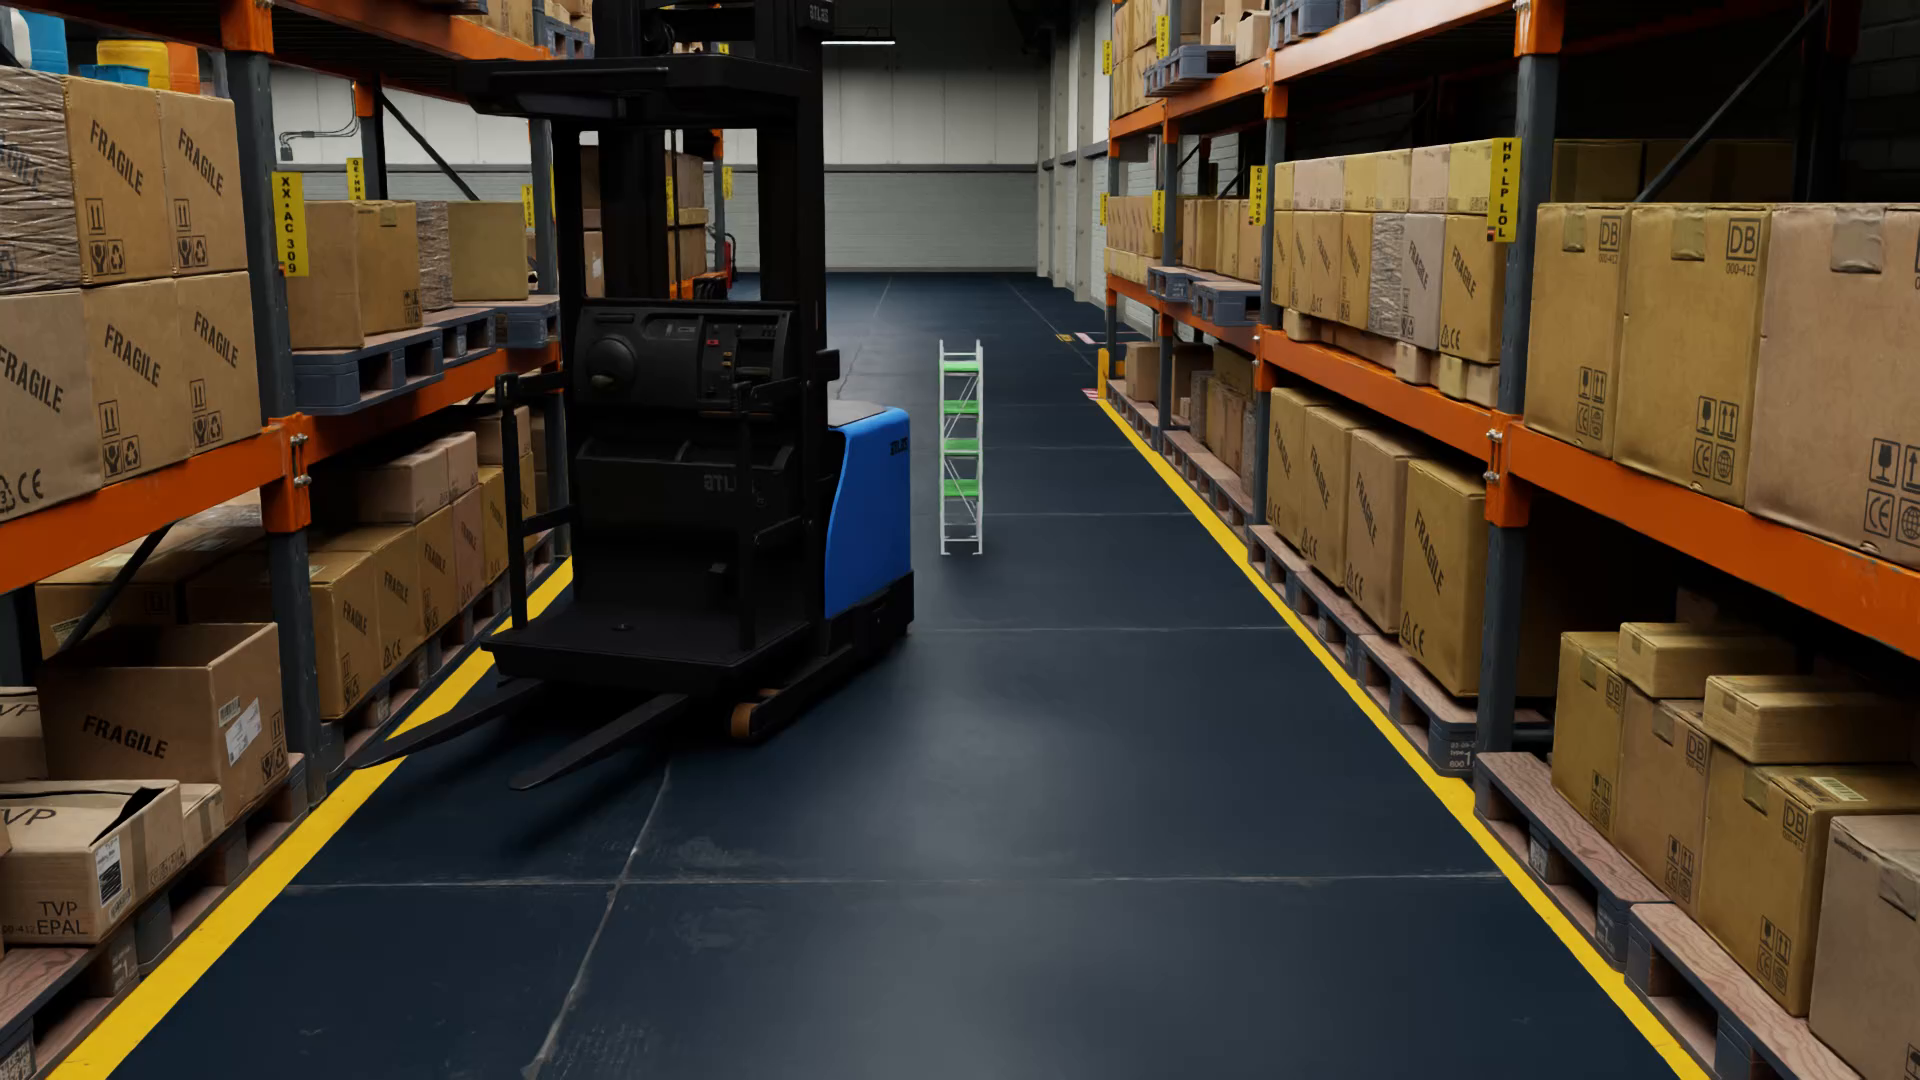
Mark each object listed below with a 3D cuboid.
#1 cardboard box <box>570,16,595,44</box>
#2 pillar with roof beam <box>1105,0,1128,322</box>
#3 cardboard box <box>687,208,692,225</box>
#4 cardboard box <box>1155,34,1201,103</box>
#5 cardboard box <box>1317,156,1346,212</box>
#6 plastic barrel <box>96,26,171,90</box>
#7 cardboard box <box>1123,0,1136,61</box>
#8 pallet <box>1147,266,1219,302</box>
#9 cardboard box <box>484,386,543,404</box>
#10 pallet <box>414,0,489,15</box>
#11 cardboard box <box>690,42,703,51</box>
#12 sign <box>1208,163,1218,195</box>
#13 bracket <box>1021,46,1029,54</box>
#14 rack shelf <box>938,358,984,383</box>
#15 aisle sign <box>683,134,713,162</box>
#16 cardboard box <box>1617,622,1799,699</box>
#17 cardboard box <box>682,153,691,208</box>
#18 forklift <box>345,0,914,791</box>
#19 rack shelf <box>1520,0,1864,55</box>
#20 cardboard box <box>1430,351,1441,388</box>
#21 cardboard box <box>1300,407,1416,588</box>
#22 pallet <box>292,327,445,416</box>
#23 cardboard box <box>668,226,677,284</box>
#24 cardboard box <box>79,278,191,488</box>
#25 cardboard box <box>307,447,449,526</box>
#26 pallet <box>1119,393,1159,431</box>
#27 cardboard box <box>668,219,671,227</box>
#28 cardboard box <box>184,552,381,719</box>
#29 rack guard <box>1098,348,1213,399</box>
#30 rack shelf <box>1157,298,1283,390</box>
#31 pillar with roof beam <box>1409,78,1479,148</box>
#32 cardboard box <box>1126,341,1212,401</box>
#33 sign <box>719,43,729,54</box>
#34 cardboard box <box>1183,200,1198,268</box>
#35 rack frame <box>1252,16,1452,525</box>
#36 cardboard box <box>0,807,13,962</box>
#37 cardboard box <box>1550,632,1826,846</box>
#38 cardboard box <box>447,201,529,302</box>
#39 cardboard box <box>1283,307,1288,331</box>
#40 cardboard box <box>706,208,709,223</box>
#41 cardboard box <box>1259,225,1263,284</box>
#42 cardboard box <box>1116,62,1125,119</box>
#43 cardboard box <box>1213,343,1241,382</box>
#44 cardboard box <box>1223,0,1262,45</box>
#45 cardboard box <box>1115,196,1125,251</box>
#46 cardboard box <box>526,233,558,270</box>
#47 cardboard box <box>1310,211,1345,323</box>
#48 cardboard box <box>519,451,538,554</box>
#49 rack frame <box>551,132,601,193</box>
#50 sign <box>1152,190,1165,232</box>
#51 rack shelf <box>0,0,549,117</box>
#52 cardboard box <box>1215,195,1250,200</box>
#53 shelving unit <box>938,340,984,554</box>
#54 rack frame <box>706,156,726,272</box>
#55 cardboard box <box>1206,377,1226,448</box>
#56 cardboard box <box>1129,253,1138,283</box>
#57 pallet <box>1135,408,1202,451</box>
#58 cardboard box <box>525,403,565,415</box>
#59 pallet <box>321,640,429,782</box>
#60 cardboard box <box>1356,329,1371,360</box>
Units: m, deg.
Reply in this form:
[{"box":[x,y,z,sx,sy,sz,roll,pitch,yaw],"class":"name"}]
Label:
[{"box":[-2.817,-3.534,11.710,0.500,0.250,0.500,-1,12,-7],"class":"cardboard box"},{"box":[-1.637,-8.152,27.606,9.100,9.000,0.400,0,11,-1],"class":"pillar with roof beam"},{"box":[-2.690,-2.993,15.383,0.380,0.149,0.250,0,11,0],"class":"cardboard box"},{"box":[1.861,-3.813,13.463,0.500,0.500,0.500,0,11,0],"class":"cardboard box"},{"box":[1.979,-1.664,7.779,0.500,0.250,0.500,0,11,-1],"class":"cardboard box"},{"box":[-7.718,-4.481,15.526,0.600,0.588,0.600,0,11,0],"class":"plastic barrel"},{"box":[1.783,-4.719,15.414,0.500,0.500,0.500,0,11,0],"class":"cardboard box"},{"box":[1.989,-1.938,12.548,1.003,0.211,1.213,0,11,-1],"class":"pallet"},{"box":[-3.041,-0.907,11.437,0.500,0.311,0.500,0,11,0],"class":"cardboard box"},{"box":[-2.636,-2.287,6.715,1.213,0.211,1.003,0,11,-1],"class":"pallet"},{"box":[-2.909,-4.639,16.169,0.797,0.503,0.637,1,11,3],"class":"cardboard box"},{"box":[2.591,-3.700,17.045,0.100,0.325,0.005,0,11,-1],"class":"sign"},{"box":[1.883,-14.064,47.694,0.235,0.232,0.430,0,11,-1],"class":"bracket"},{"box":[0.003,-0.963,9.695,0.258,0.148,0.480,0,11,-1],"class":"rack shelf"},{"box":[-2.624,-4.247,16.908,0.394,0.787,0.004,0,11,-1],"class":"aisle sign"},{"box":[2.022,0.325,4.511,0.380,0.149,0.250,0,11,1],"class":"cardboard box"},{"box":[-2.891,-3.335,15.439,0.700,0.500,0.500,0,11,-1],"class":"cardboard box"},{"box":[-1.175,-0.753,6.401,1.130,2.935,3.031,4,12,18],"class":"forklift"},{"box":[2.325,-1.314,3.256,1.077,0.370,4.000,0,11,-1],"class":"rack shelf"},{"box":[2.005,-0.648,6.292,0.380,0.149,0.250,0,11,1],"class":"cardboard box"},{"box":[2.097,-0.220,7.952,0.750,0.750,0.750,0,11,-1],"class":"cardboard box"},{"box":[-2.576,-0.638,6.143,1.003,0.211,1.213,0,11,-1],"class":"pallet"},{"box":[-2.873,-2.505,14.610,0.700,0.500,0.500,0,11,0],"class":"cardboard box"},{"box":[-2.390,-0.421,4.339,0.500,0.500,0.500,0,11,0],"class":"cardboard box"},{"box":[-2.456,-0.227,6.927,0.500,0.250,0.500,0,11,-1],"class":"cardboard box"},{"box":[2.041,-1.194,15.414,1.003,0.211,1.213,0,11,-1],"class":"pallet"},{"box":[-2.665,-2.738,14.125,0.380,0.149,0.250,0,11,-2],"class":"cardboard box"},{"box":[-2.435,0.339,6.022,0.500,0.500,0.500,-1,11,-4],"class":"cardboard box"},{"box":[2.038,-1.739,17.374,1.175,0.500,0.348,0,11,-1],"class":"rack guard"},{"box":[2.160,-1.434,11.393,1.077,0.370,4.000,0,11,-1],"class":"rack shelf"},{"box":[-1.265,-4.573,9.969,9.100,9.000,0.400,0,11,-1],"class":"pillar with roof beam"},{"box":[1.937,-1.573,15.447,0.700,0.500,0.500,-1,12,-5],"class":"cardboard box"},{"box":[-2.374,-4.823,16.715,0.100,0.325,0.005,0,11,-1],"class":"sign"},{"box":[2.095,-2.347,12.728,0.700,0.500,0.500,0,11,-1],"class":"cardboard box"},{"box":[2.201,-1.389,9.362,1.000,3.000,0.127,0,11,-1],"class":"rack frame"},{"box":[-2.625,0.808,3.702,0.797,0.503,0.637,0,11,-1],"class":"cardboard box"},{"box":[2.197,0.574,4.914,0.700,0.500,0.500,0,11,0],"class":"cardboard box"},{"box":[-2.625,-1.498,8.591,0.700,0.500,0.500,-4,12,-20],"class":"cardboard box"},{"box":[1.977,-1.209,9.057,0.380,0.149,0.250,0,11,-2],"class":"cardboard box"},{"box":[-2.718,-3.250,16.651,0.380,0.149,0.250,0,11,-2],"class":"cardboard box"},{"box":[2.182,-1.747,9.768,0.700,0.500,0.500,-2,12,-8],"class":"cardboard box"},{"box":[1.768,-4.334,16.030,0.500,0.500,0.500,1,11,3],"class":"cardboard box"},{"box":[2.163,-1.308,12.259,0.500,0.250,0.500,0,11,-2],"class":"cardboard box"},{"box":[2.076,-3.555,11.185,0.500,0.500,0.500,-1,11,-3],"class":"cardboard box"},{"box":[1.750,-2.986,15.674,0.500,0.500,0.500,-1,11,-3],"class":"cardboard box"},{"box":[-2.802,-1.750,10.891,0.500,0.500,0.500,-1,11,-4],"class":"cardboard box"},{"box":[1.966,-1.293,7.839,0.500,0.500,0.500,0,11,-1],"class":"cardboard box"},{"box":[-2.497,-0.174,8.551,0.500,0.500,0.500,0,11,1],"class":"cardboard box"},{"box":[-2.834,-2.163,13.177,1.000,3.000,0.127,0,11,-1],"class":"rack frame"},{"box":[1.576,-2.605,13.176,0.100,0.325,0.005,0,11,-1],"class":"sign"},{"box":[-2.710,-2.088,7.071,1.077,0.370,4.000,0,11,-1],"class":"rack shelf"},{"box":[2.318,-2.582,13.684,0.500,0.500,0.500,-1,11,-2],"class":"cardboard box"},{"box":[0.003,-0.555,9.778,0.258,1.200,0.503,0,11,-1],"class":"shelving unit"},{"box":[-2.916,-2.958,17.096,1.000,3.000,0.127,0,11,-1],"class":"rack frame"},{"box":[2.211,-0.926,12.260,0.700,0.500,0.500,0,11,-2],"class":"cardboard box"},{"box":[1.778,-2.412,14.733,0.500,0.250,0.500,0,11,-1],"class":"cardboard box"},{"box":[2.070,-0.951,14.216,1.003,0.211,1.213,0,11,-1],"class":"pallet"},{"box":[-2.488,-0.711,10.467,0.500,0.311,0.500,-1,11,-3],"class":"cardboard box"},{"box":[-2.723,0.632,6.412,1.003,0.211,1.213,0,11,-1],"class":"pallet"},{"box":[2.019,-0.904,7.555,0.380,0.149,0.250,0,11,-1],"class":"cardboard box"}]
